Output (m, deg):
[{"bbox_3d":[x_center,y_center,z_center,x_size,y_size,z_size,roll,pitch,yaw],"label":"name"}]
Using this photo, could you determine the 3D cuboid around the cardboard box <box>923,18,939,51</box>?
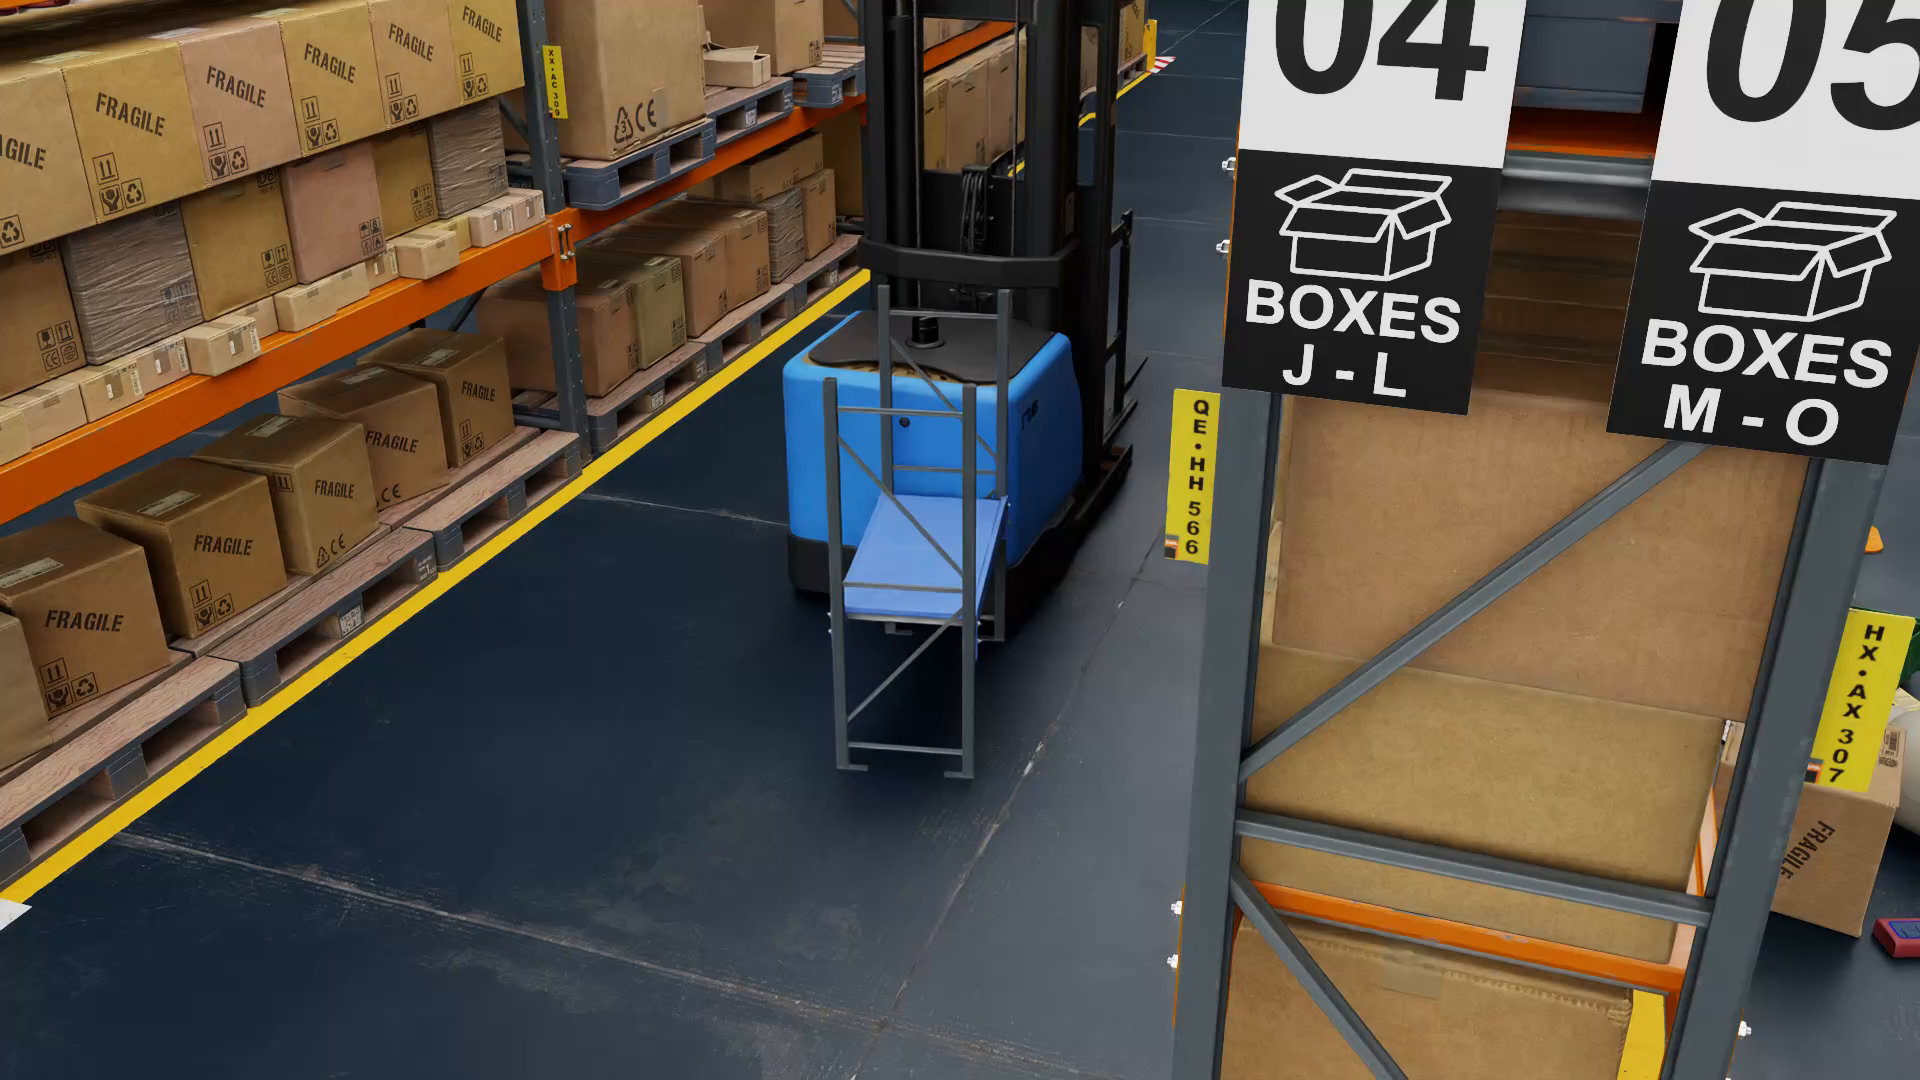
[{"bbox_3d":[-0.469,-3.862,12.169,0.500,0.500,0.500,8,27,16],"label":"cardboard box"}]

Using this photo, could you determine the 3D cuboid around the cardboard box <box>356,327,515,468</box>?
[{"bbox_3d":[-2.559,-0.706,8.152,0.500,0.500,0.500,8,27,16],"label":"cardboard box"}]

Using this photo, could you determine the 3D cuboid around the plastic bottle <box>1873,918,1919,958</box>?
[{"bbox_3d":[2.999,1.229,5.141,0.283,0.061,0.133,0,26,-1],"label":"plastic bottle"}]

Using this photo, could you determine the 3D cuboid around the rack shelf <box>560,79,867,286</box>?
[{"bbox_3d":[-1.722,-2.298,9.880,1.077,0.370,4.000,9,27,17],"label":"rack shelf"}]

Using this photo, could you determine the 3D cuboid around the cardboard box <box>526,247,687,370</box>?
[{"bbox_3d":[-1.987,-1.316,9.389,0.700,0.500,0.500,9,27,17],"label":"cardboard box"}]

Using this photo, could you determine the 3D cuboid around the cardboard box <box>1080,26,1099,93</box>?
[{"bbox_3d":[0.869,-4.950,16.488,0.875,0.875,0.875,9,27,17],"label":"cardboard box"}]

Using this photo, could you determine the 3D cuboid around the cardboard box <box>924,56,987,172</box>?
[{"bbox_3d":[-0.504,-3.323,13.126,1.225,0.875,0.875,9,27,18],"label":"cardboard box"}]

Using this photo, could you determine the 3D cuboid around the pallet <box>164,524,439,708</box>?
[{"bbox_3d":[-2.982,0.239,7.014,1.003,0.211,1.213,9,27,17],"label":"pallet"}]

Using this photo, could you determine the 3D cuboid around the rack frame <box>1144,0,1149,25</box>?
[{"bbox_3d":[1.606,-6.732,18.211,1.000,3.000,0.127,9,27,17],"label":"rack frame"}]

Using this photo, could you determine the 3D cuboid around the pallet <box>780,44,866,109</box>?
[{"bbox_3d":[-1.193,-3.049,10.826,1.213,0.211,1.003,9,27,17],"label":"pallet"}]

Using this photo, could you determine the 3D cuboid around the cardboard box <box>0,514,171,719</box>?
[{"bbox_3d":[-3.329,0.275,6.127,0.500,0.500,0.500,17,30,31],"label":"cardboard box"}]

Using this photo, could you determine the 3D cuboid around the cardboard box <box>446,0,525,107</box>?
[{"bbox_3d":[-2.278,-2.204,7.257,0.500,0.500,0.500,9,27,17],"label":"cardboard box"}]

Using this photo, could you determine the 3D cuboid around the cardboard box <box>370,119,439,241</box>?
[{"bbox_3d":[-2.795,-1.603,7.162,0.875,0.500,0.500,9,27,17],"label":"cardboard box"}]

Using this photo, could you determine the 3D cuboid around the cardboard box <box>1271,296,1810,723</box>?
[{"bbox_3d":[1.085,-0.096,3.095,0.875,0.550,0.550,9,27,17],"label":"cardboard box"}]

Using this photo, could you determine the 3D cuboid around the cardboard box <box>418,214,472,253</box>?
[{"bbox_3d":[-2.414,-1.361,7.407,0.380,0.149,0.250,9,27,17],"label":"cardboard box"}]

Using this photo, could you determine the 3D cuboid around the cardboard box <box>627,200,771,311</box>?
[{"bbox_3d":[-1.615,-1.775,10.338,0.700,0.500,0.500,11,28,22],"label":"cardboard box"}]

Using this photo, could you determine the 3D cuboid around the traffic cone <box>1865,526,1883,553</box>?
[{"bbox_3d":[4.126,-0.230,7.694,0.336,0.463,0.334,9,27,17],"label":"traffic cone"}]

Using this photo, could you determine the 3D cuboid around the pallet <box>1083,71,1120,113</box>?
[{"bbox_3d":[1.006,-4.637,17.085,1.003,0.211,1.213,9,27,17],"label":"pallet"}]

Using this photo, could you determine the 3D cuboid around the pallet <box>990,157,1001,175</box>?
[{"bbox_3d":[-0.316,-3.002,13.707,1.003,0.211,1.213,9,27,17],"label":"pallet"}]

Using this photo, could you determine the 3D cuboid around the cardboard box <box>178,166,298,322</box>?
[{"bbox_3d":[-3.072,-1.183,6.296,0.875,0.500,0.500,9,27,17],"label":"cardboard box"}]

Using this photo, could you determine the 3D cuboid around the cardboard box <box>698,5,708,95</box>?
[{"bbox_3d":[-1.898,-2.762,9.411,0.797,0.503,0.637,12,28,23],"label":"cardboard box"}]

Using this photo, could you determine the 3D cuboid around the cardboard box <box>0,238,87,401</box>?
[{"bbox_3d":[-3.457,-0.780,5.463,0.875,0.500,0.500,9,27,17],"label":"cardboard box"}]

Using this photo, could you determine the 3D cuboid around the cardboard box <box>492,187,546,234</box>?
[{"bbox_3d":[-2.182,-1.556,7.810,0.380,0.149,0.250,9,27,17],"label":"cardboard box"}]

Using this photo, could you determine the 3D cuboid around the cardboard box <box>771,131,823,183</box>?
[{"bbox_3d":[-1.251,-2.575,11.129,0.500,0.250,0.500,10,28,20],"label":"cardboard box"}]

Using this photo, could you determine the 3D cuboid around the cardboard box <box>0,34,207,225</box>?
[{"bbox_3d":[-2.941,-1.382,5.559,0.500,0.500,0.500,9,27,17],"label":"cardboard box"}]

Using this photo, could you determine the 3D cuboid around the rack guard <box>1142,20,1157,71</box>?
[{"bbox_3d":[1.614,-5.616,18.776,1.175,0.500,0.348,9,27,17],"label":"rack guard"}]

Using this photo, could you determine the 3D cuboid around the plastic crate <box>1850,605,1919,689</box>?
[{"bbox_3d":[3.433,0.462,6.515,0.662,0.188,0.450,-20,23,-36],"label":"plastic crate"}]

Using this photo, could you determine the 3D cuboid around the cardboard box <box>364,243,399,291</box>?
[{"bbox_3d":[-2.600,-1.158,6.989,0.380,0.149,0.250,9,27,17],"label":"cardboard box"}]

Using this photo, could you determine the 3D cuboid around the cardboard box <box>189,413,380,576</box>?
[{"bbox_3d":[-2.875,-0.203,7.113,0.500,0.500,0.500,6,27,13],"label":"cardboard box"}]

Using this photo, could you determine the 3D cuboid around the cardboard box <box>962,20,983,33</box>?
[{"bbox_3d":[-0.133,-4.278,13.028,0.500,0.500,0.500,9,27,18],"label":"cardboard box"}]

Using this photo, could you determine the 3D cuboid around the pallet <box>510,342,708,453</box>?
[{"bbox_3d":[-2.130,-0.865,9.295,1.003,0.211,1.213,9,27,17],"label":"pallet"}]

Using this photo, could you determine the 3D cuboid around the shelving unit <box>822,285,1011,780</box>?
[{"bbox_3d":[-0.129,-0.054,6.140,0.538,1.500,1.048,3,26,7],"label":"shelving unit"}]

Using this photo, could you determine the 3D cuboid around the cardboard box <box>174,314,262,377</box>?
[{"bbox_3d":[-2.809,-0.728,6.100,0.380,0.149,0.250,9,27,17],"label":"cardboard box"}]

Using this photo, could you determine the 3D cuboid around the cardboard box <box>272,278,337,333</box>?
[{"bbox_3d":[-2.695,-0.942,6.542,0.380,0.149,0.250,9,27,17],"label":"cardboard box"}]

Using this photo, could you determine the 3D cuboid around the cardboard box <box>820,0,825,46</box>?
[{"bbox_3d":[-1.199,-3.450,10.838,0.500,0.500,0.500,5,26,11],"label":"cardboard box"}]

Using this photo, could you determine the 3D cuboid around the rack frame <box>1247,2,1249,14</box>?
[{"bbox_3d":[0.925,-2.096,1.752,1.000,3.000,0.127,9,27,17],"label":"rack frame"}]

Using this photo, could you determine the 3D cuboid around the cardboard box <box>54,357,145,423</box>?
[{"bbox_3d":[-3.047,-0.534,5.699,0.380,0.149,0.250,9,27,17],"label":"cardboard box"}]

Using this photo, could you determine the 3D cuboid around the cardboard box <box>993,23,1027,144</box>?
[{"bbox_3d":[0.080,-4.055,14.639,1.225,0.875,0.875,9,27,18],"label":"cardboard box"}]

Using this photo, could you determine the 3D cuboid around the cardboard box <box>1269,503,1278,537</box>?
[{"bbox_3d":[1.168,0.149,3.829,0.875,0.550,0.550,9,27,17],"label":"cardboard box"}]

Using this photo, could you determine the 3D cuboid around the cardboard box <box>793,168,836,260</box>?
[{"bbox_3d":[-1.261,-2.239,11.295,0.700,0.500,0.500,7,27,15],"label":"cardboard box"}]

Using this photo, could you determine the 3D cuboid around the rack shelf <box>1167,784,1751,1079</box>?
[{"bbox_3d":[1.590,0.106,4.914,1.077,0.370,4.000,9,27,17],"label":"rack shelf"}]

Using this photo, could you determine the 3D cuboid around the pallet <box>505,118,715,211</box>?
[{"bbox_3d":[-1.996,-2.007,8.673,1.003,0.211,1.213,9,27,17],"label":"pallet"}]

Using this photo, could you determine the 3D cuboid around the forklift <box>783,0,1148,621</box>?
[{"bbox_3d":[0.232,-1.602,7.694,1.130,2.935,3.031,9,27,18],"label":"forklift"}]

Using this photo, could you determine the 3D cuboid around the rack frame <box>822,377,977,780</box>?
[{"bbox_3d":[-0.196,0.166,5.687,0.500,1.500,0.032,3,26,7],"label":"rack frame"}]

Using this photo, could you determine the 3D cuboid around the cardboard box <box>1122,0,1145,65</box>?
[{"bbox_3d":[1.468,-5.690,18.016,0.875,0.875,0.875,9,27,17],"label":"cardboard box"}]

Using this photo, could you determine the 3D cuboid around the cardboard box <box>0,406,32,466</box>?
[{"bbox_3d":[-3.201,-0.327,5.271,0.380,0.149,0.250,9,27,17],"label":"cardboard box"}]

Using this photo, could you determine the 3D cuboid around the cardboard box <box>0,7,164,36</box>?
[{"bbox_3d":[-3.265,-1.663,6.139,0.500,0.500,0.500,9,27,17],"label":"cardboard box"}]

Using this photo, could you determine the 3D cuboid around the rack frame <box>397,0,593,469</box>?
[{"bbox_3d":[-2.388,-1.800,8.026,1.000,3.000,0.127,9,27,17],"label":"rack frame"}]

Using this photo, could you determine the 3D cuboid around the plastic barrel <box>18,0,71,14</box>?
[{"bbox_3d":[-6.145,-3.420,11.216,0.433,0.535,0.433,0,26,0],"label":"plastic barrel"}]

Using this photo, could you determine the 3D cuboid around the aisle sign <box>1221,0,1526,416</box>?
[{"bbox_3d":[0.618,-0.580,2.523,0.394,0.787,0.004,9,27,17],"label":"aisle sign"}]

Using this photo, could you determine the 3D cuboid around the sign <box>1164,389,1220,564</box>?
[{"bbox_3d":[0.418,-0.108,2.930,0.100,0.325,0.005,9,27,17],"label":"sign"}]

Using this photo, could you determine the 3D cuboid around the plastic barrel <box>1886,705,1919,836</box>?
[{"bbox_3d":[3.325,0.809,5.594,0.421,0.421,0.512,-14,29,-27],"label":"plastic barrel"}]

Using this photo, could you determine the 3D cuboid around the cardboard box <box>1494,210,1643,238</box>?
[{"bbox_3d":[1.495,-0.546,4.024,0.875,0.550,0.550,9,27,17],"label":"cardboard box"}]

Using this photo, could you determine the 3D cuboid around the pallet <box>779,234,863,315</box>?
[{"bbox_3d":[-1.318,-1.868,11.366,1.003,0.211,1.213,9,27,17],"label":"pallet"}]

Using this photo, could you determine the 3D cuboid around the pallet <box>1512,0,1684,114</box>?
[{"bbox_3d":[1.162,-1.012,3.058,1.003,0.211,1.213,9,27,17],"label":"pallet"}]

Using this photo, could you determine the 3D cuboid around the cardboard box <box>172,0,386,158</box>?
[{"bbox_3d":[-2.610,-1.793,6.408,0.500,0.500,0.500,9,27,17],"label":"cardboard box"}]

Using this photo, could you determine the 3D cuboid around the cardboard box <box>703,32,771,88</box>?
[{"bbox_3d":[-1.357,-2.848,9.863,0.396,0.266,0.258,8,27,16],"label":"cardboard box"}]
